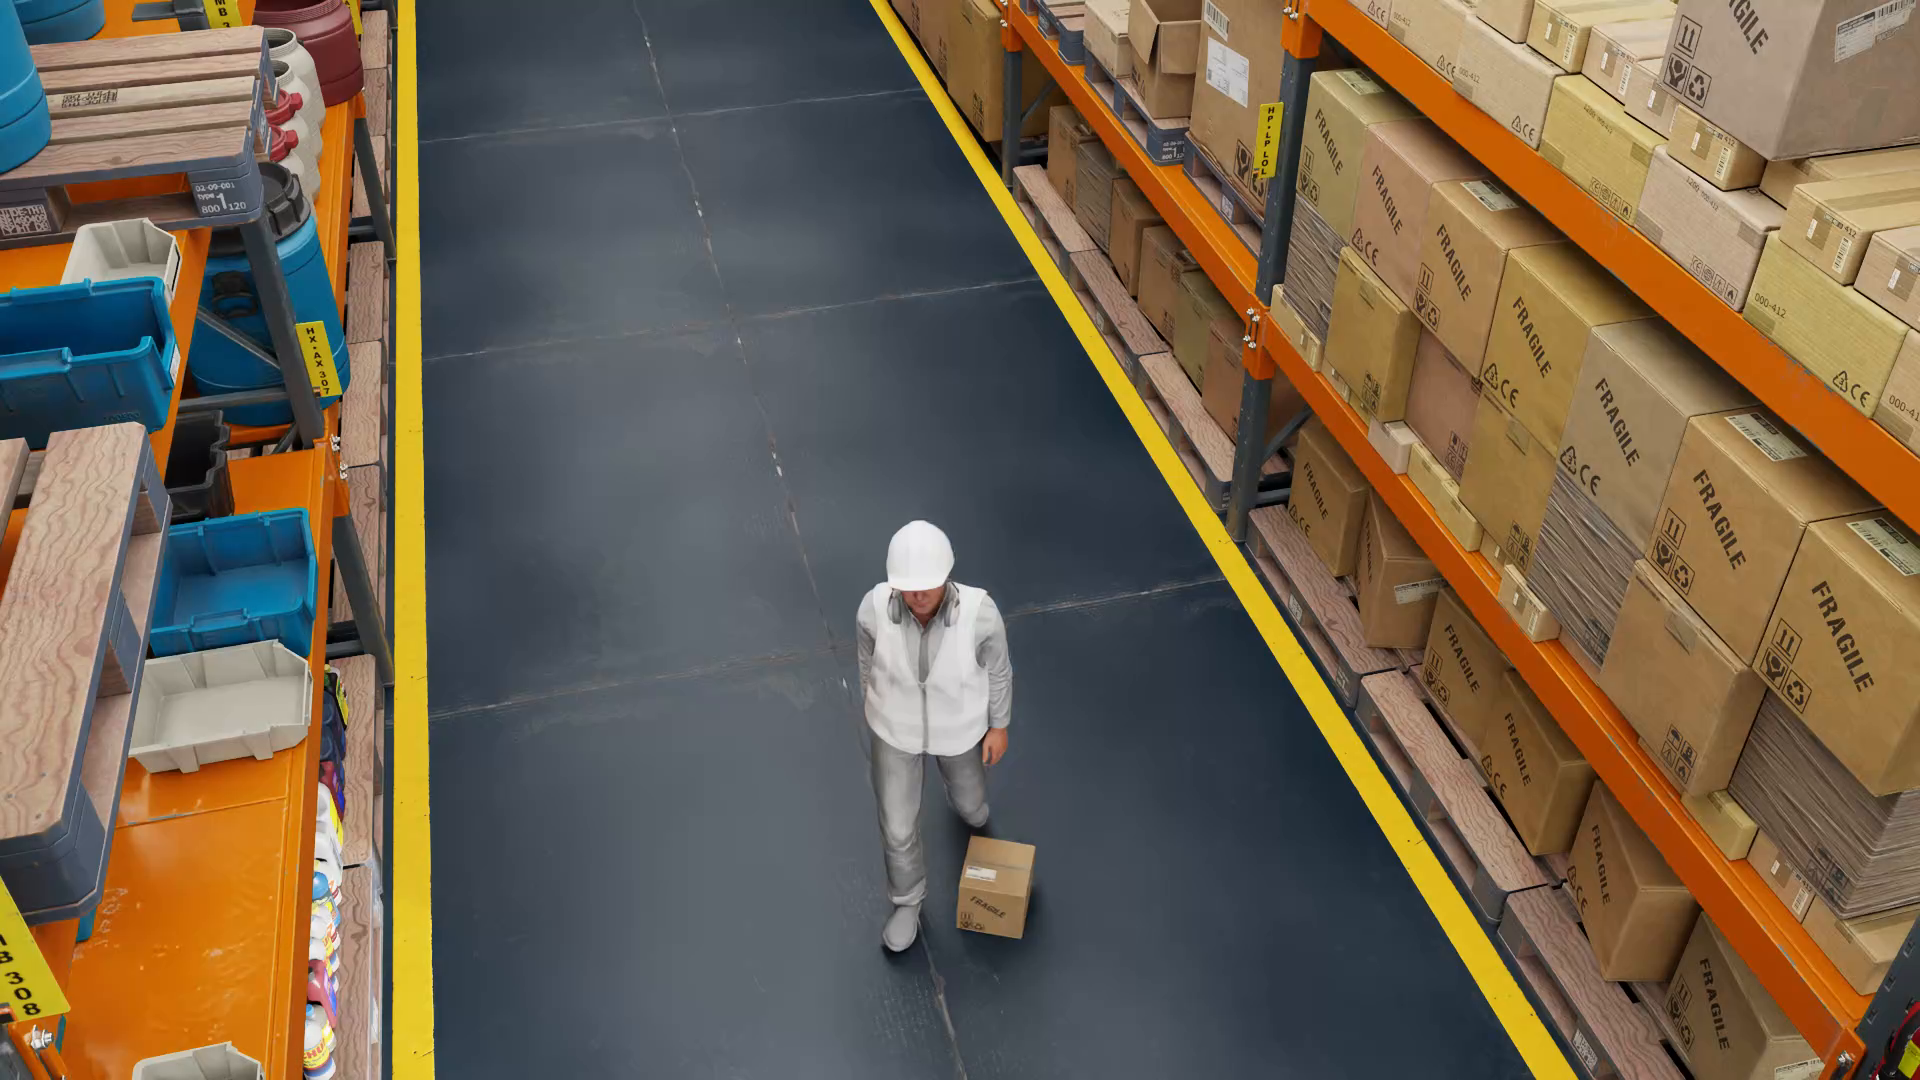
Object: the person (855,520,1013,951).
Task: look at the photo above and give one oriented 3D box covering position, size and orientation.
[{"bbox_3d":[-0.087,0.599,5.925,0.543,1.741,0.856,1,38,1],"label":"person"}]
